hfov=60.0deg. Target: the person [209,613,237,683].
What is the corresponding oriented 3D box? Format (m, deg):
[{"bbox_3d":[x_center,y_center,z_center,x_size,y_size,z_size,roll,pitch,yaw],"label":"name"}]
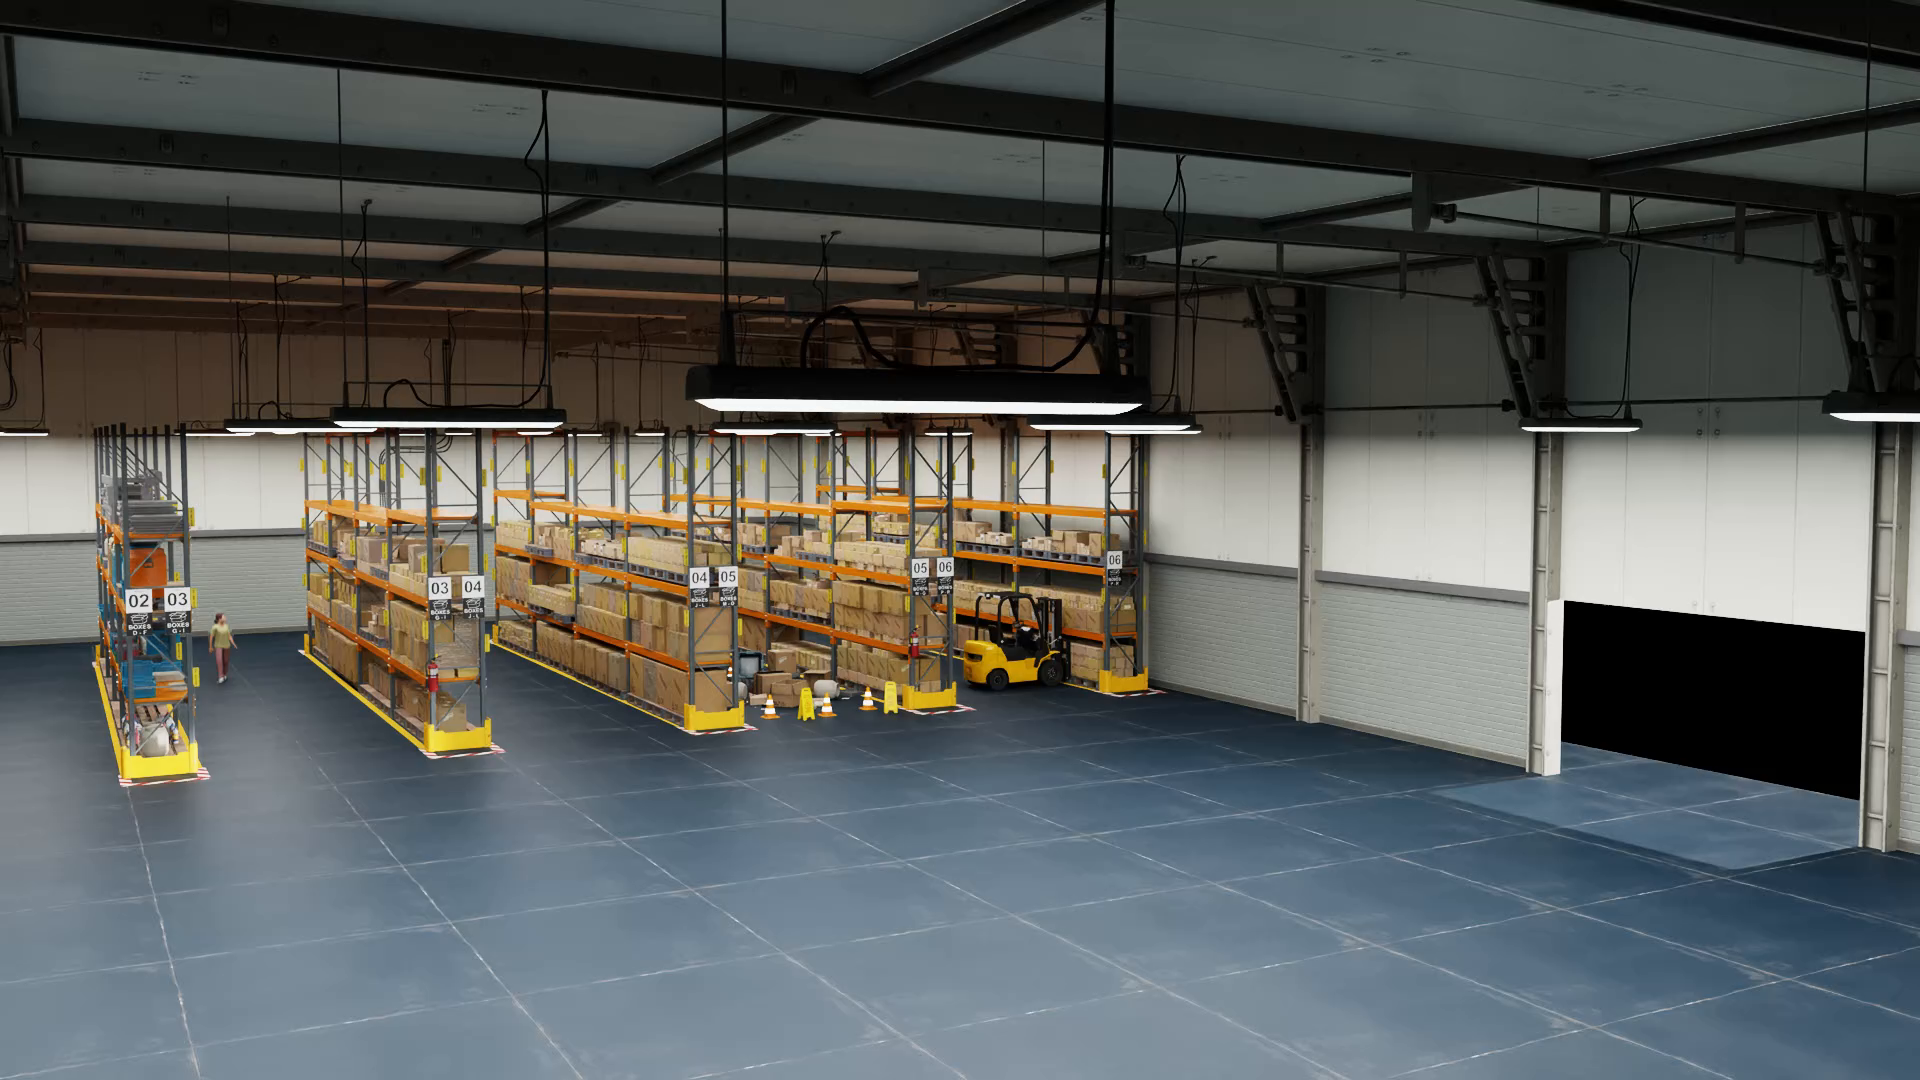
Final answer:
[{"bbox_3d":[-17.389,2.524,39.227,0.604,1.613,1.039,-2,4,-29],"label":"person"}]
